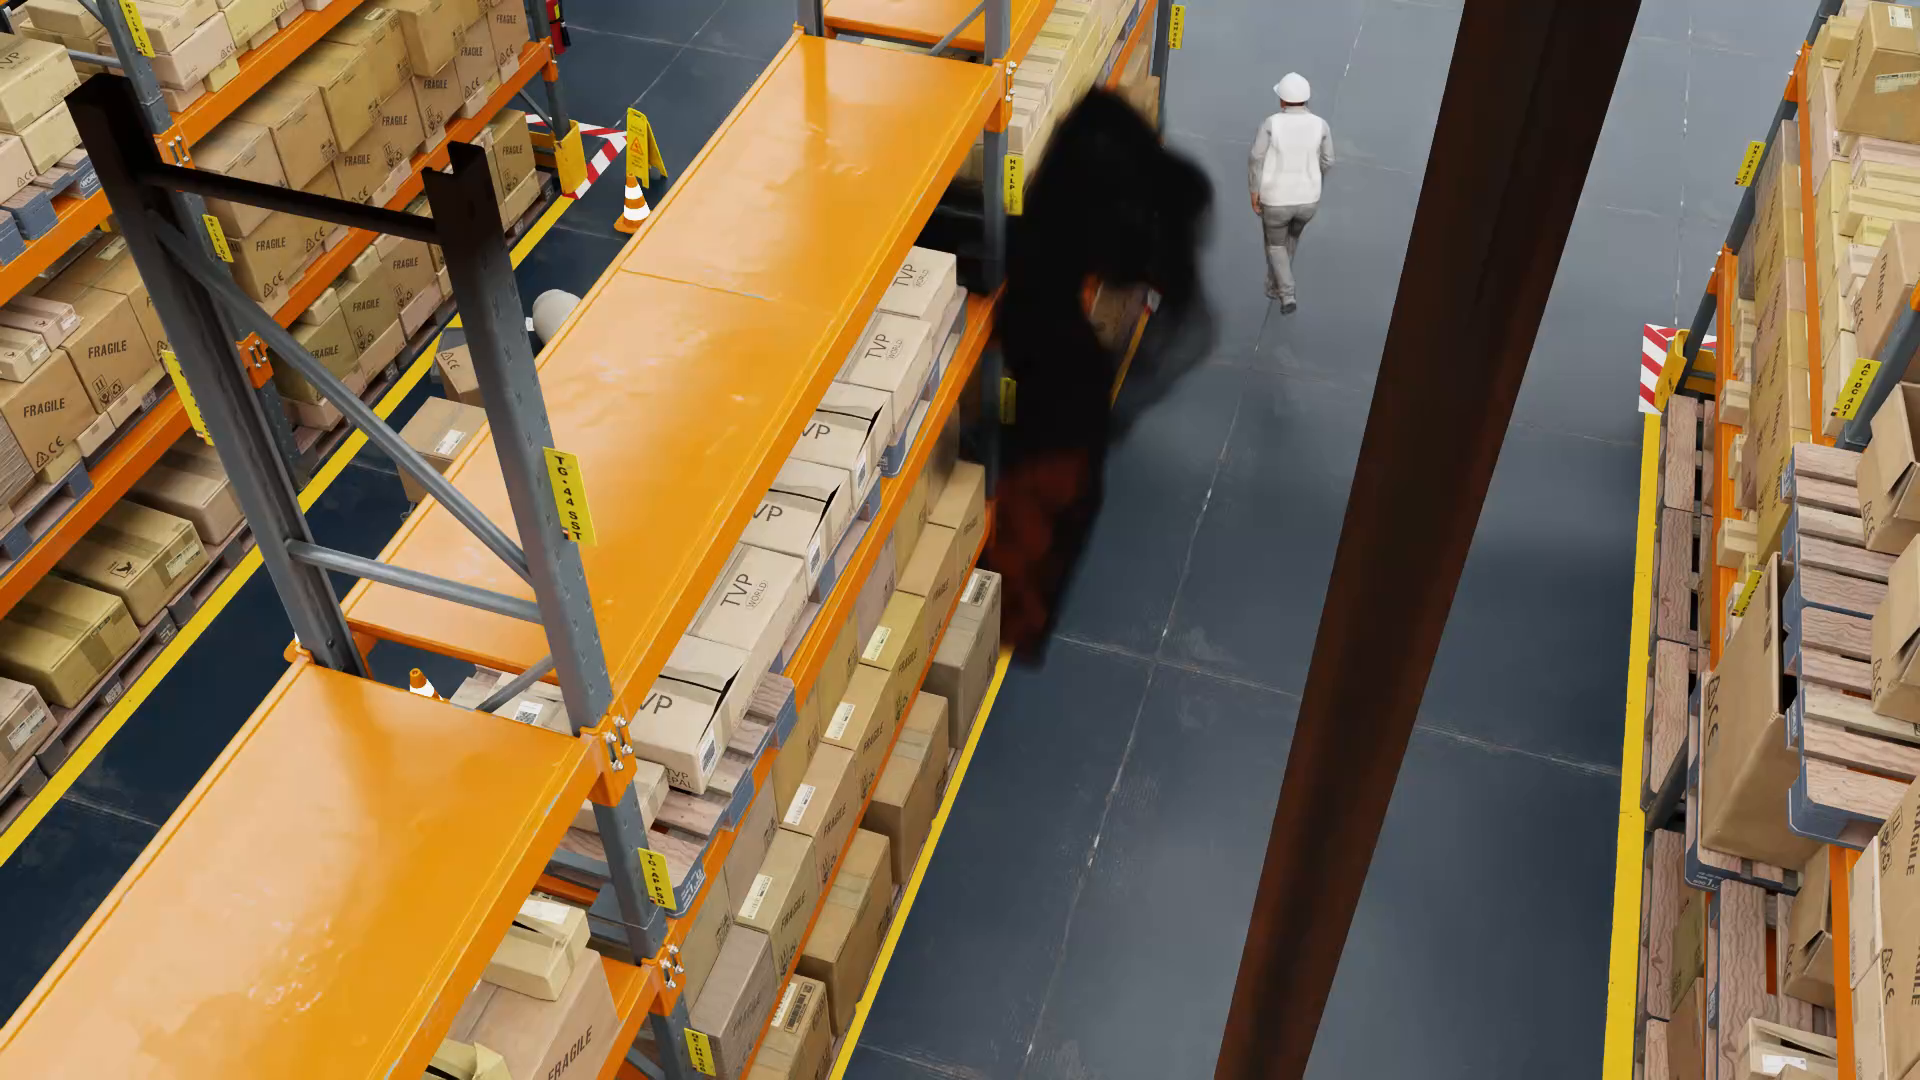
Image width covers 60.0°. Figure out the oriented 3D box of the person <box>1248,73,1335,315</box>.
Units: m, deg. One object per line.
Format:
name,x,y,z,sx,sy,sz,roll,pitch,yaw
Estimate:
person,2.360,-2.466,12.021,0.647,1.655,0.917,-3,46,-3
